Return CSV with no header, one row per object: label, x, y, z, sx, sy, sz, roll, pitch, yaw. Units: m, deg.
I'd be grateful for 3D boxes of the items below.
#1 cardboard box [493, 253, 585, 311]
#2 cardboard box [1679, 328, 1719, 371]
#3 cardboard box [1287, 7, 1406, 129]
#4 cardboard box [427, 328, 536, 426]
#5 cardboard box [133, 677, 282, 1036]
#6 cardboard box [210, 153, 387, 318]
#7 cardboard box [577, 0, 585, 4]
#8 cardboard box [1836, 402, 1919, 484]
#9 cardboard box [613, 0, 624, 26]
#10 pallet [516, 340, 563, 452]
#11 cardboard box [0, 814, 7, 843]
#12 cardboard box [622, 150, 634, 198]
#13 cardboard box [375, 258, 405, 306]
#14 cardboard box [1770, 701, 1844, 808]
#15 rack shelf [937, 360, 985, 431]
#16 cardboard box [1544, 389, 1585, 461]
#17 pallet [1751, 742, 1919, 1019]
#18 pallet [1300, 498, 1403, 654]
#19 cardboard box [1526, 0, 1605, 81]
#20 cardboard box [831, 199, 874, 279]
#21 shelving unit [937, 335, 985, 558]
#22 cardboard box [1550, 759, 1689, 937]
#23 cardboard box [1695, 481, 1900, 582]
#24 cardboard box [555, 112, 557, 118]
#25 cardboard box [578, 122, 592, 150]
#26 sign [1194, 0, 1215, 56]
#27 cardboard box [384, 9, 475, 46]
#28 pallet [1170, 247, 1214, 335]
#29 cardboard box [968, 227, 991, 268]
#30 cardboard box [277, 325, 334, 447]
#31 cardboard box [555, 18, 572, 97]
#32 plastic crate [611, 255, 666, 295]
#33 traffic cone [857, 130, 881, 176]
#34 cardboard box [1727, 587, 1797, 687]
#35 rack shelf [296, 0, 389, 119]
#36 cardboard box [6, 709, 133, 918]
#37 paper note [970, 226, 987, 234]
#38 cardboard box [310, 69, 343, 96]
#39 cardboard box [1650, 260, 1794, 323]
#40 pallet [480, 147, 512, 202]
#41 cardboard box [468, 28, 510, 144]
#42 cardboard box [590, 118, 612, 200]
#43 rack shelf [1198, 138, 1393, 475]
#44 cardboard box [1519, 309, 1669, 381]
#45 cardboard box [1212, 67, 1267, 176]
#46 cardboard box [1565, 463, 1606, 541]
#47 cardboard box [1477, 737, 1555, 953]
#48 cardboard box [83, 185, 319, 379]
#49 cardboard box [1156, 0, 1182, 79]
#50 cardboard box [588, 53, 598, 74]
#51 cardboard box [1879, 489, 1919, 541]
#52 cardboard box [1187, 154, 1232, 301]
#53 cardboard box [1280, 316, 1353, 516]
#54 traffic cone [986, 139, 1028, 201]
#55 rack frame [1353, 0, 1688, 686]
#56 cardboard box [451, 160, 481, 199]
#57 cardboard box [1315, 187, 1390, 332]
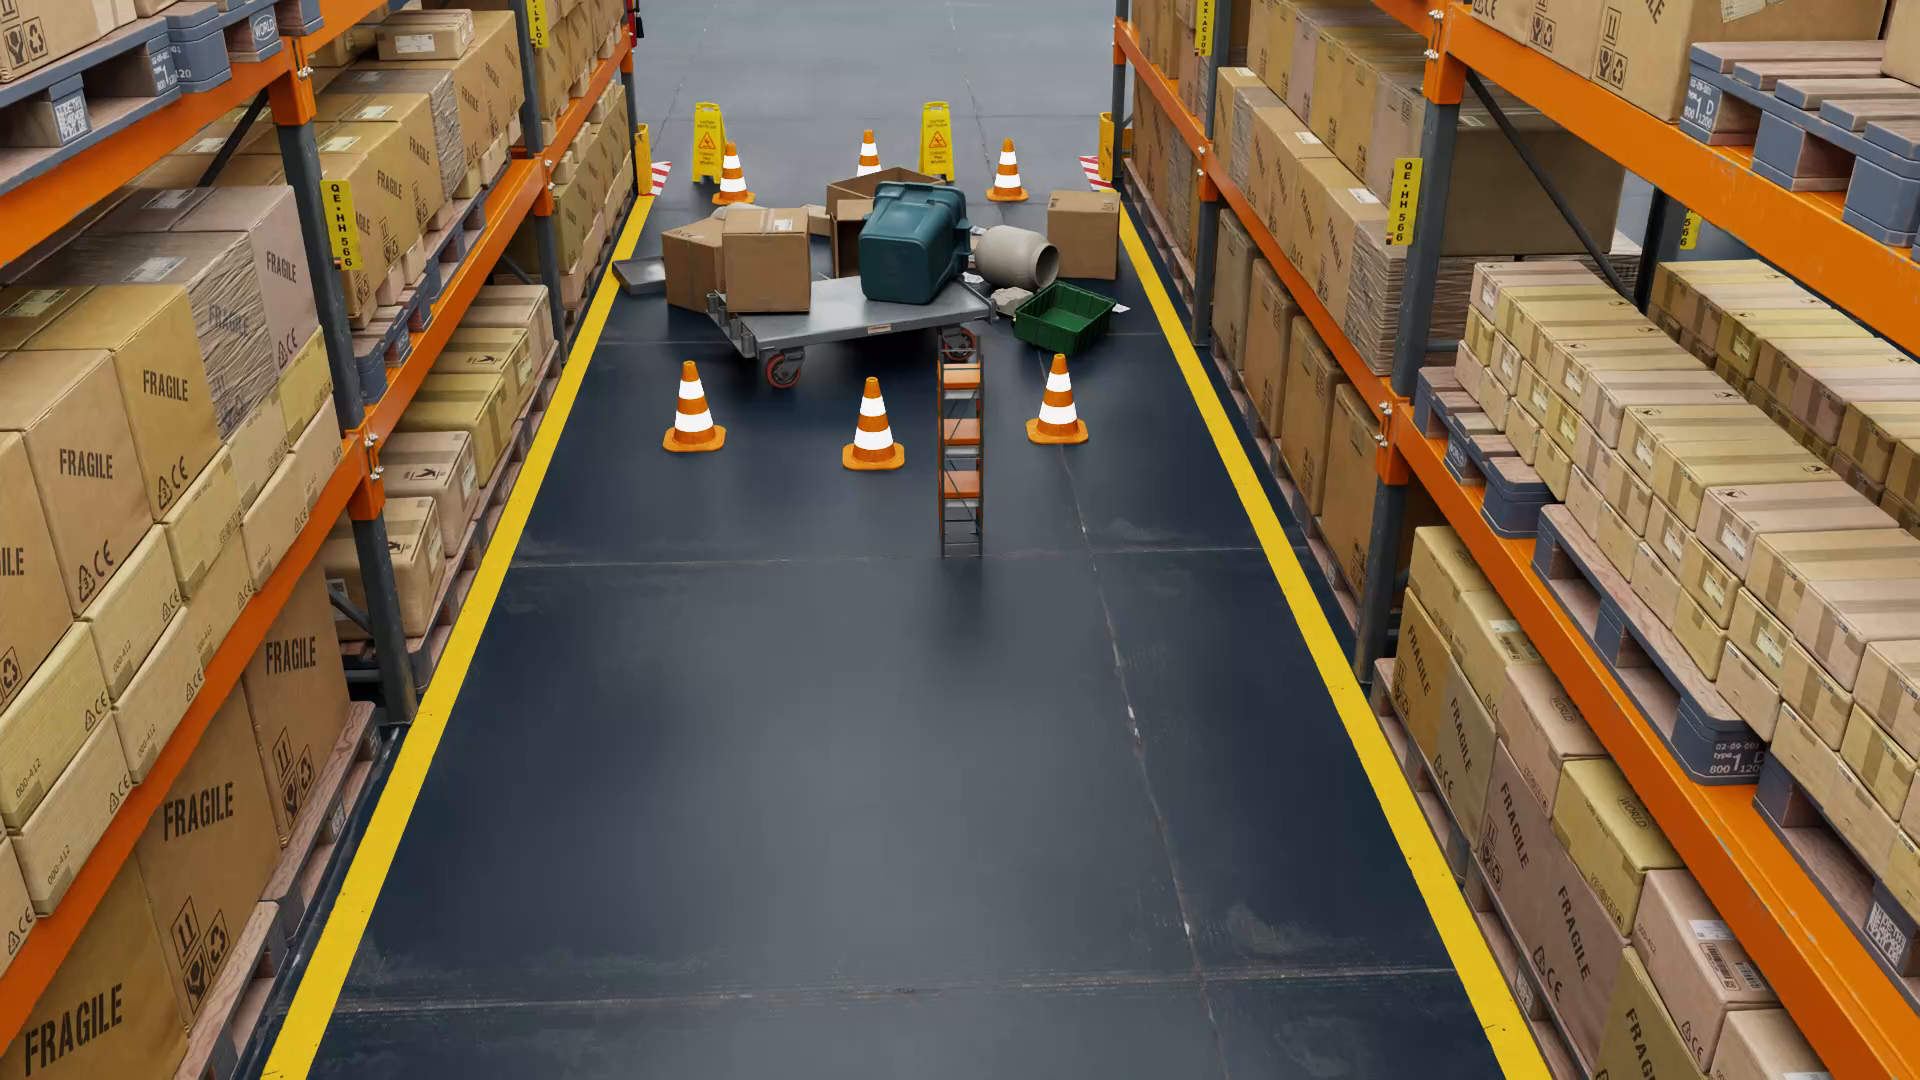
cardboard box,-2.712,-1.678,10.743,0.500,0.250,0.500,-3,28,-5
cardboard box,2.692,-0.617,5.686,0.380,0.149,0.250,0,28,-1
cardboard box,2.074,-2.386,8.391,0.700,0.500,0.500,-1,28,-2
cardboard box,-2.880,-0.879,9.079,0.950,0.372,0.625,0,28,1
cardboard box,-2.747,0.904,5.116,0.875,0.875,0.875,-1,28,-2
cardboard box,-2.534,-1.161,6.348,0.500,0.500,0.500,-2,28,-4
cardboard box,-2.761,-3.729,10.645,0.700,0.500,0.500,-2,28,-4
cardboard box,2.745,-0.277,4.712,0.380,0.149,0.250,0,28,0
cardboard box,-2.856,-4.211,12.651,0.500,0.500,0.500,-2,28,-4
pallet,-2.909,-0.836,9.625,1.003,0.211,1.213,-1,28,-3
cardboard box,-2.330,0.657,3.368,0.500,0.250,0.500,-1,28,-2
cardboard box,-2.848,-2.868,13.025,0.500,0.250,0.500,-2,28,-3
cardboard box,-2.523,-1.073,6.881,0.380,0.149,0.250,-3,28,-6
cardboard box,2.148,0.492,3.881,0.380,0.149,0.250,-3,28,-5
rack shelf,0.003,-0.683,7.834,0.215,0.259,0.240,-1,28,-3
cardboard box,2.068,-0.365,5.202,0.380,0.149,0.250,-1,28,-2
pallet,2.510,0.825,3.632,1.003,0.211,1.213,-1,28,-3
pallet,2.230,0.120,7.793,1.003,0.211,1.213,-1,28,-3
cardboard box,1.993,-1.624,4.769,0.500,0.500,0.500,-1,28,-3
cardboard box,-0.483,-2.051,11.491,0.797,0.637,0.503,-1,28,-3
shelving unit,0.003,-0.441,7.960,0.215,1.050,0.252,-1,28,-3
cardboard box,2.058,0.867,4.783,0.500,0.250,0.500,-3,28,-5
cardboard box,2.122,-0.025,4.228,0.380,0.149,0.250,-3,28,-5
cardboard box,-2.756,-2.711,10.476,0.380,0.149,0.250,-2,28,-3
cardboard box,-2.704,-2.719,11.226,0.380,0.149,0.250,0,28,0
sign,1.433,-3.003,9.742,0.100,0.325,0.005,-1,28,-3
cardboard box,-2.652,-2.556,8.322,0.380,0.149,0.250,-2,28,-4
pallet,2.026,-1.715,11.310,1.003,0.211,1.213,-1,28,-3
cardboard box,0.058,-2.135,12.057,0.396,0.266,0.258,3,28,6
cardboard box,-2.463,-0.522,5.629,0.500,0.250,0.500,-1,28,-3
cardboard box,-2.745,-3.049,10.423,0.500,0.500,0.500,-1,28,-3
plastic crate,-2.214,-1.882,11.773,0.402,0.080,0.583,-11,30,-20
traffic cone,-0.758,-3.171,13.829,0.336,0.463,0.334,-1,28,-3
cardboard box,2.131,0.228,4.065,0.380,0.149,0.250,-3,28,-5
rack shelf,-2.846,-2.519,7.371,1.077,0.370,4.000,-1,28,-3
cardboard box,-2.332,0.643,3.935,0.500,0.250,0.500,-2,28,-3
paper note,0.162,-2.382,12.787,0.144,0.017,0.142,8,29,15
cardboard box,-3.136,-1.874,7.716,0.500,0.500,0.500,-2,28,-5
cardboard box,2.679,-0.874,5.857,0.380,0.149,0.250,-2,28,-5
pallet,-3.056,-1.990,9.030,1.003,0.211,1.213,-1,28,-3
cardboard box,-2.670,-2.358,8.643,0.500,0.500,0.500,-1,28,-2
cardboard box,-2.808,-2.741,11.970,0.500,0.500,0.500,-2,28,-4
rack shelf,2.092,-1.356,8.383,1.077,0.370,4.000,-1,28,-3
cardboard box,2.052,-0.634,5.396,0.380,0.149,0.250,-2,28,-3
cardboard box,1.746,-2.393,9.487,0.500,0.500,0.500,-1,28,-2
cardboard box,2.078,-0.118,5.051,0.380,0.149,0.250,-1,28,-1
cardboard box,2.039,0.973,5.390,0.500,0.500,0.500,-2,28,-4
cardboard box,-2.454,-0.840,5.427,0.500,0.500,0.500,-2,28,-4
cardboard box,1.866,-3.583,11.714,0.875,0.550,0.500,-1,28,-3
cardboard box,-2.790,-3.411,11.819,0.380,0.149,0.250,-2,28,-3
cardboard box,2.760,-0.026,4.551,0.380,0.149,0.250,-2,28,-4
cardboard box,2.024,-2.134,10.942,0.875,0.875,0.875,-1,28,-2
cardboard box,2.205,-0.627,8.187,1.050,0.750,0.750,-1,28,-2
traffic cone,0.388,-3.041,13.580,0.336,0.463,0.334,-1,28,-3
rack frame,2.196,-0.751,6.446,1.000,3.000,0.127,-1,28,-3
cardboard box,-2.609,-1.804,8.283,0.380,0.149,0.250,-1,28,-3
cardboard box,1.880,-1.227,7.251,0.500,0.500,0.500,-1,28,-3
